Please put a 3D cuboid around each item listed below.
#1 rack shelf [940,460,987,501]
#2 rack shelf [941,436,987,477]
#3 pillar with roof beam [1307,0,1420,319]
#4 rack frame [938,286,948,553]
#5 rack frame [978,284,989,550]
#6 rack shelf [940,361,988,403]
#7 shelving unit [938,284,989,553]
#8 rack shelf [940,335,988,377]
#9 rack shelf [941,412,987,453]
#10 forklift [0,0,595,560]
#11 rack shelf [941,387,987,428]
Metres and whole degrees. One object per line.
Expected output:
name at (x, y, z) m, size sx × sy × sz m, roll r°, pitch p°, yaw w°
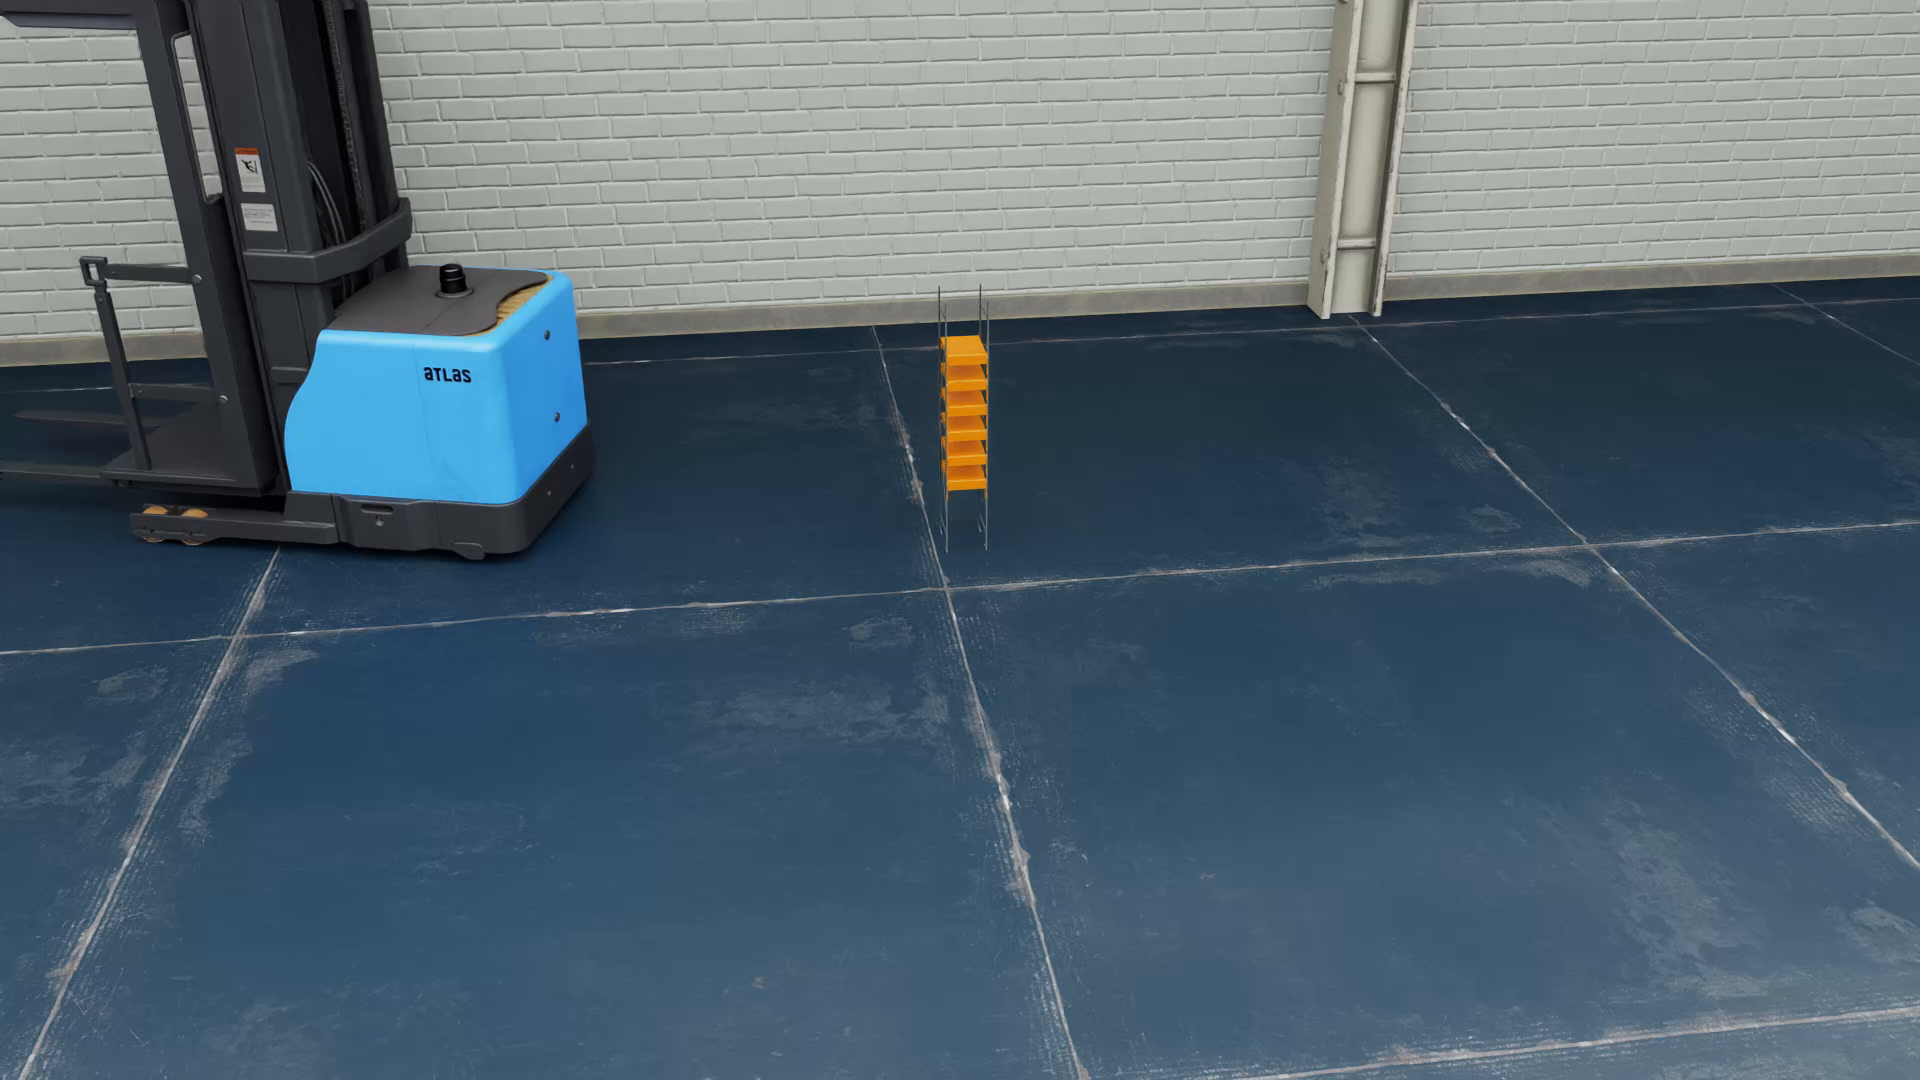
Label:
rack shelf at (0.014, -0.282, 7.608) m, size 0.180 × 0.103 × 0.258 m, roll -4°, pitch 27°, yaw -7°
rack shelf at (0.014, -0.388, 7.553) m, size 0.180 × 0.103 × 0.258 m, roll -4°, pitch 27°, yaw -7°
pillar with roof beam at (3.048, -3.532, 4.776) m, size 0.400 × 9.000 × 9.100 m, roll -4°, pitch 27°, yaw -7°
rack frame at (-0.076, -0.529, 7.467) m, size 0.006 × 1.200 × 0.240 m, roll -4°, pitch 27°, yaw -7°
rack frame at (0.105, -0.541, 7.489) m, size 0.006 × 1.200 × 0.240 m, roll -4°, pitch 27°, yaw -7°
rack shelf at (0.014, -0.709, 7.389) m, size 0.180 × 0.103 × 0.258 m, roll -4°, pitch 27°, yaw -7°
shelving unit at (0.014, -0.535, 7.478) m, size 0.189 × 1.200 × 0.258 m, roll -4°, pitch 27°, yaw -7°
rack shelf at (0.014, -0.816, 7.334) m, size 0.180 × 0.103 × 0.258 m, roll -4°, pitch 27°, yaw -7°
rack shelf at (0.014, -0.495, 7.498) m, size 0.180 × 0.103 × 0.258 m, roll -4°, pitch 27°, yaw -7°
forklift at (-3.383, -1.511, 7.485) m, size 3.031 × 2.935 × 1.130 m, roll 4°, pitch 27°, yaw 8°
rack shelf at (0.014, -0.602, 7.443) m, size 0.180 × 0.103 × 0.258 m, roll -4°, pitch 27°, yaw -7°
